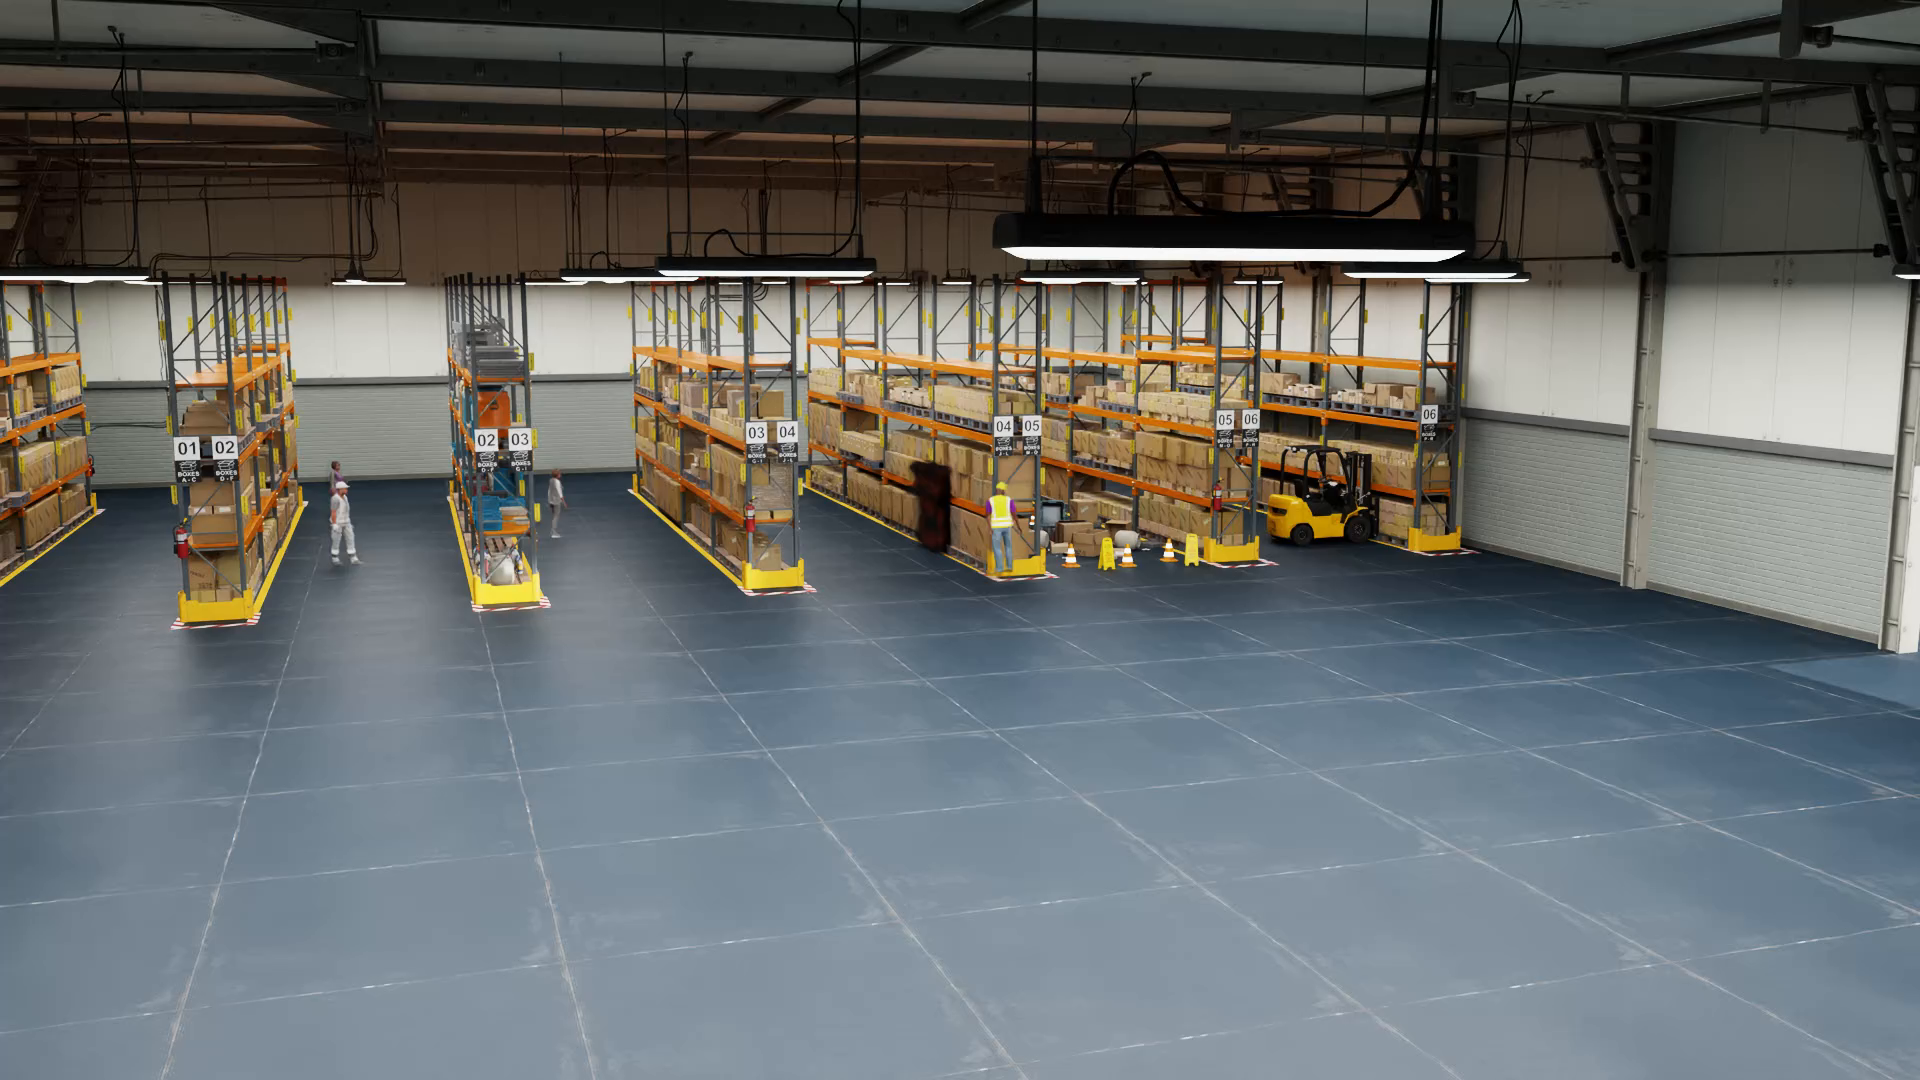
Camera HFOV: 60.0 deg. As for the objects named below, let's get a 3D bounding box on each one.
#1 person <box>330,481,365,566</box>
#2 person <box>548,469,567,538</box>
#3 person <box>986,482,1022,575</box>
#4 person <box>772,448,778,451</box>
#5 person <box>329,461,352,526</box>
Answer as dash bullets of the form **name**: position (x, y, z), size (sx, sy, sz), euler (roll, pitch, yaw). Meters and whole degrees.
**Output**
- **person**: position (-12.792, -0.330, 34.433), size (0.644, 1.781, 0.558), euler (5, 10, 30)
- **person**: position (-9.333, -0.824, 38.335), size (0.576, 1.621, 0.460), euler (6, 11, 36)
- **person**: position (0.835, -0.224, 31.878), size (0.713, 1.785, 0.473), euler (-2, 9, -16)
- **person**: position (-5.603, -2.761, 50.892), size (0.584, 1.619, 0.767), euler (3, 9, 17)
- **person**: position (-15.037, -1.131, 40.271), size (0.519, 1.595, 0.447), euler (-2, 9, -14)
